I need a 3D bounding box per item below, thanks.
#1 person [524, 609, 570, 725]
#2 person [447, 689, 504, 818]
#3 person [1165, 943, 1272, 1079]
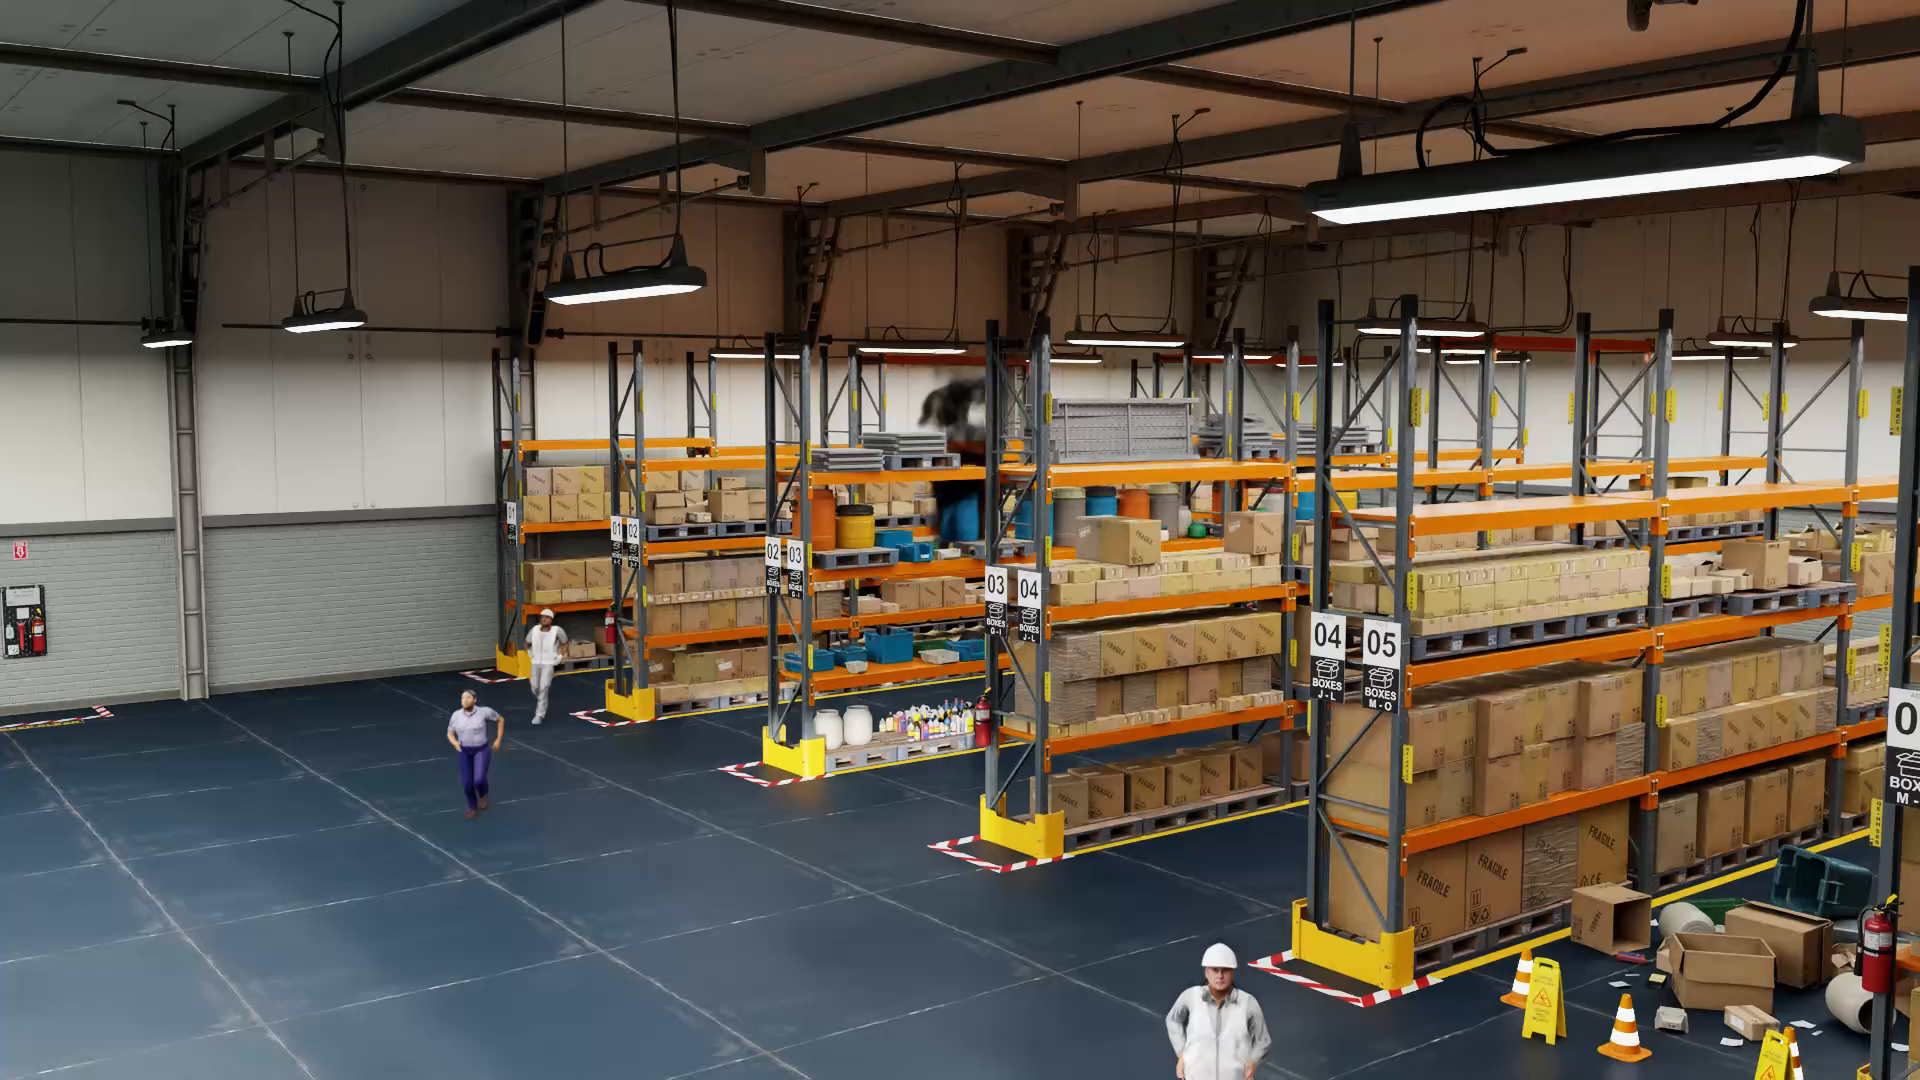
[{"bbox_3d":[-6.567,1.978,26.324,0.706,1.786,0.827,1,5,6],"label":"person"},{"bbox_3d":[-5.881,2.601,20.141,0.628,1.606,0.705,0,5,-2],"label":"person"},{"bbox_3d":[1.610,3.388,10.390,0.662,1.772,0.880,1,5,9],"label":"person"}]
